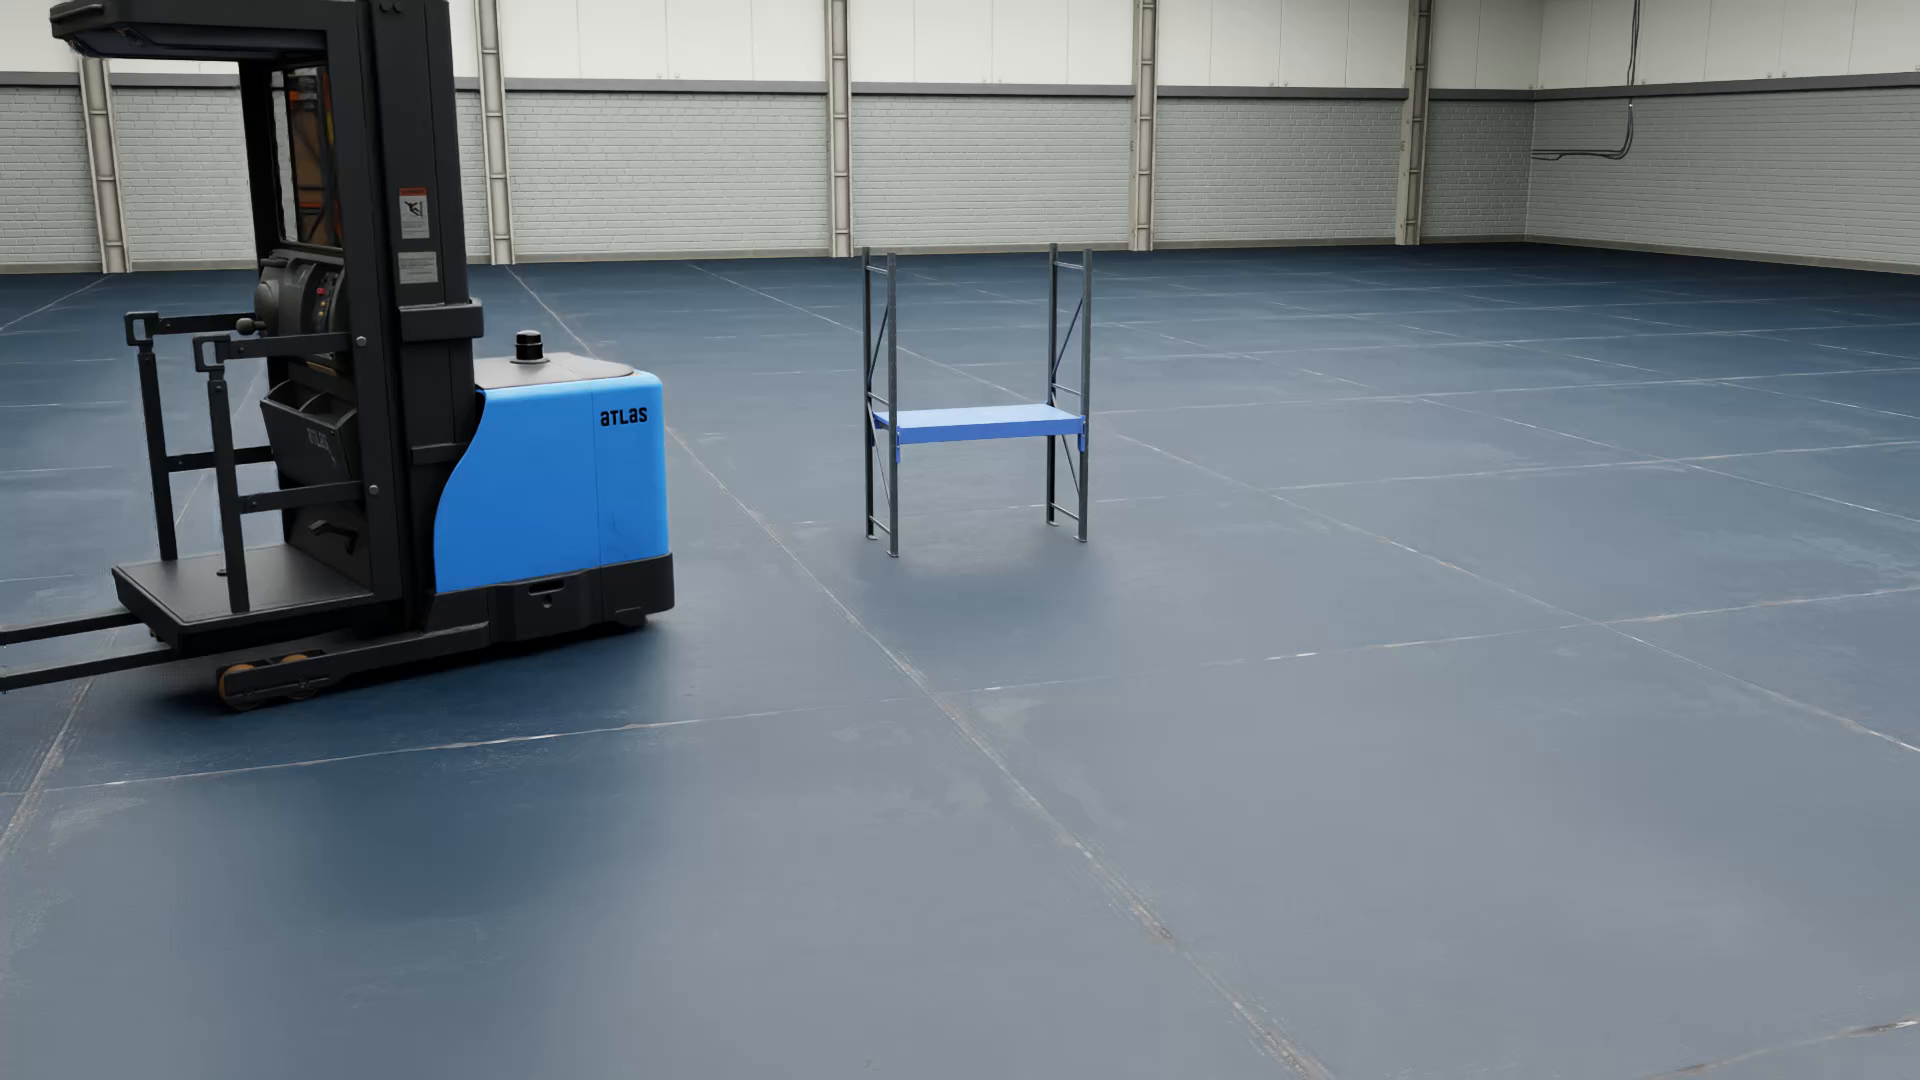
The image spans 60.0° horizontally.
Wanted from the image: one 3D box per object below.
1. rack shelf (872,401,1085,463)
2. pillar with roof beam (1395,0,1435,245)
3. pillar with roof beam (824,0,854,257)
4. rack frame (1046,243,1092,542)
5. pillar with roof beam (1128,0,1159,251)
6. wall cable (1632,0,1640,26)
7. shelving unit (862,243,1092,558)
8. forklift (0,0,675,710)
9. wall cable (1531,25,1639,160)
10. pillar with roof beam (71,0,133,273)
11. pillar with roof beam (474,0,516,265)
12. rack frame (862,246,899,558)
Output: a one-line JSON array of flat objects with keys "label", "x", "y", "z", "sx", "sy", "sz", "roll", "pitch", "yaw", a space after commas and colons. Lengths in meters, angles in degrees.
[{"label": "rack shelf", "x": 0.081, "y": -0.561, "z": 8.537, "sx": 1.000, "sy": 0.185, "sz": 0.538, "roll": -4, "pitch": 14, "yaw": -18}, {"label": "pillar with roof beam", "x": 10.567, "y": -9.516, "z": 29.201, "sx": 0.400, "sy": 9.000, "sz": 9.100, "roll": -4, "pitch": 14, "yaw": -18}, {"label": "pillar with roof beam", "x": -0.807, "y": -8.630, "z": 25.478, "sx": 0.400, "sy": 9.000, "sz": 9.100, "roll": -4, "pitch": 14, "yaw": -18}, {"label": "rack frame", "x": 0.563, "y": -0.773, "z": 8.653, "sx": 0.032, "sy": 1.500, "sz": 0.500, "roll": -4, "pitch": 14, "yaw": -18}, {"label": "pillar with roof beam", "x": 4.880, "y": -9.073, "z": 27.339, "sx": 0.400, "sy": 9.000, "sz": 9.100, "roll": -4, "pitch": 14, "yaw": -18}, {"label": "wall cable", "x": 13.270, "y": -10.740, "z": 30.146, "sx": 0.112, "sy": 2.526, "sz": 3.097, "roll": -4, "pitch": 14, "yaw": -18}, {"label": "shelving unit", "x": 0.081, "y": -0.736, "z": 8.496, "sx": 1.048, "sy": 1.500, "sz": 0.538, "roll": -4, "pitch": 14, "yaw": -18}, {"label": "forklift", "x": -2.695, "y": -0.944, "z": 6.278, "sx": 3.031, "sy": 2.935, "sz": 1.130, "roll": -10, "pitch": 17, "yaw": -37}, {"label": "wall cable", "x": 12.408, "y": -8.877, "z": 33.224, "sx": 0.112, "sy": 2.526, "sz": 3.097, "roll": -4, "pitch": 14, "yaw": -18}, {"label": "pillar with roof beam", "x": -12.180, "y": -7.744, "z": 21.754, "sx": 0.400, "sy": 9.000, "sz": 9.100, "roll": -4, "pitch": 14, "yaw": -18}, {"label": "pillar with roof beam", "x": -6.493, "y": -8.187, "z": 23.616, "sx": 0.400, "sy": 9.000, "sz": 9.100, "roll": -4, "pitch": 14, "yaw": -18}, {"label": "rack frame", "x": -0.401, "y": -0.698, "z": 8.338, "sx": 0.032, "sy": 1.500, "sz": 0.500, "roll": -4, "pitch": 14, "yaw": -18}]
